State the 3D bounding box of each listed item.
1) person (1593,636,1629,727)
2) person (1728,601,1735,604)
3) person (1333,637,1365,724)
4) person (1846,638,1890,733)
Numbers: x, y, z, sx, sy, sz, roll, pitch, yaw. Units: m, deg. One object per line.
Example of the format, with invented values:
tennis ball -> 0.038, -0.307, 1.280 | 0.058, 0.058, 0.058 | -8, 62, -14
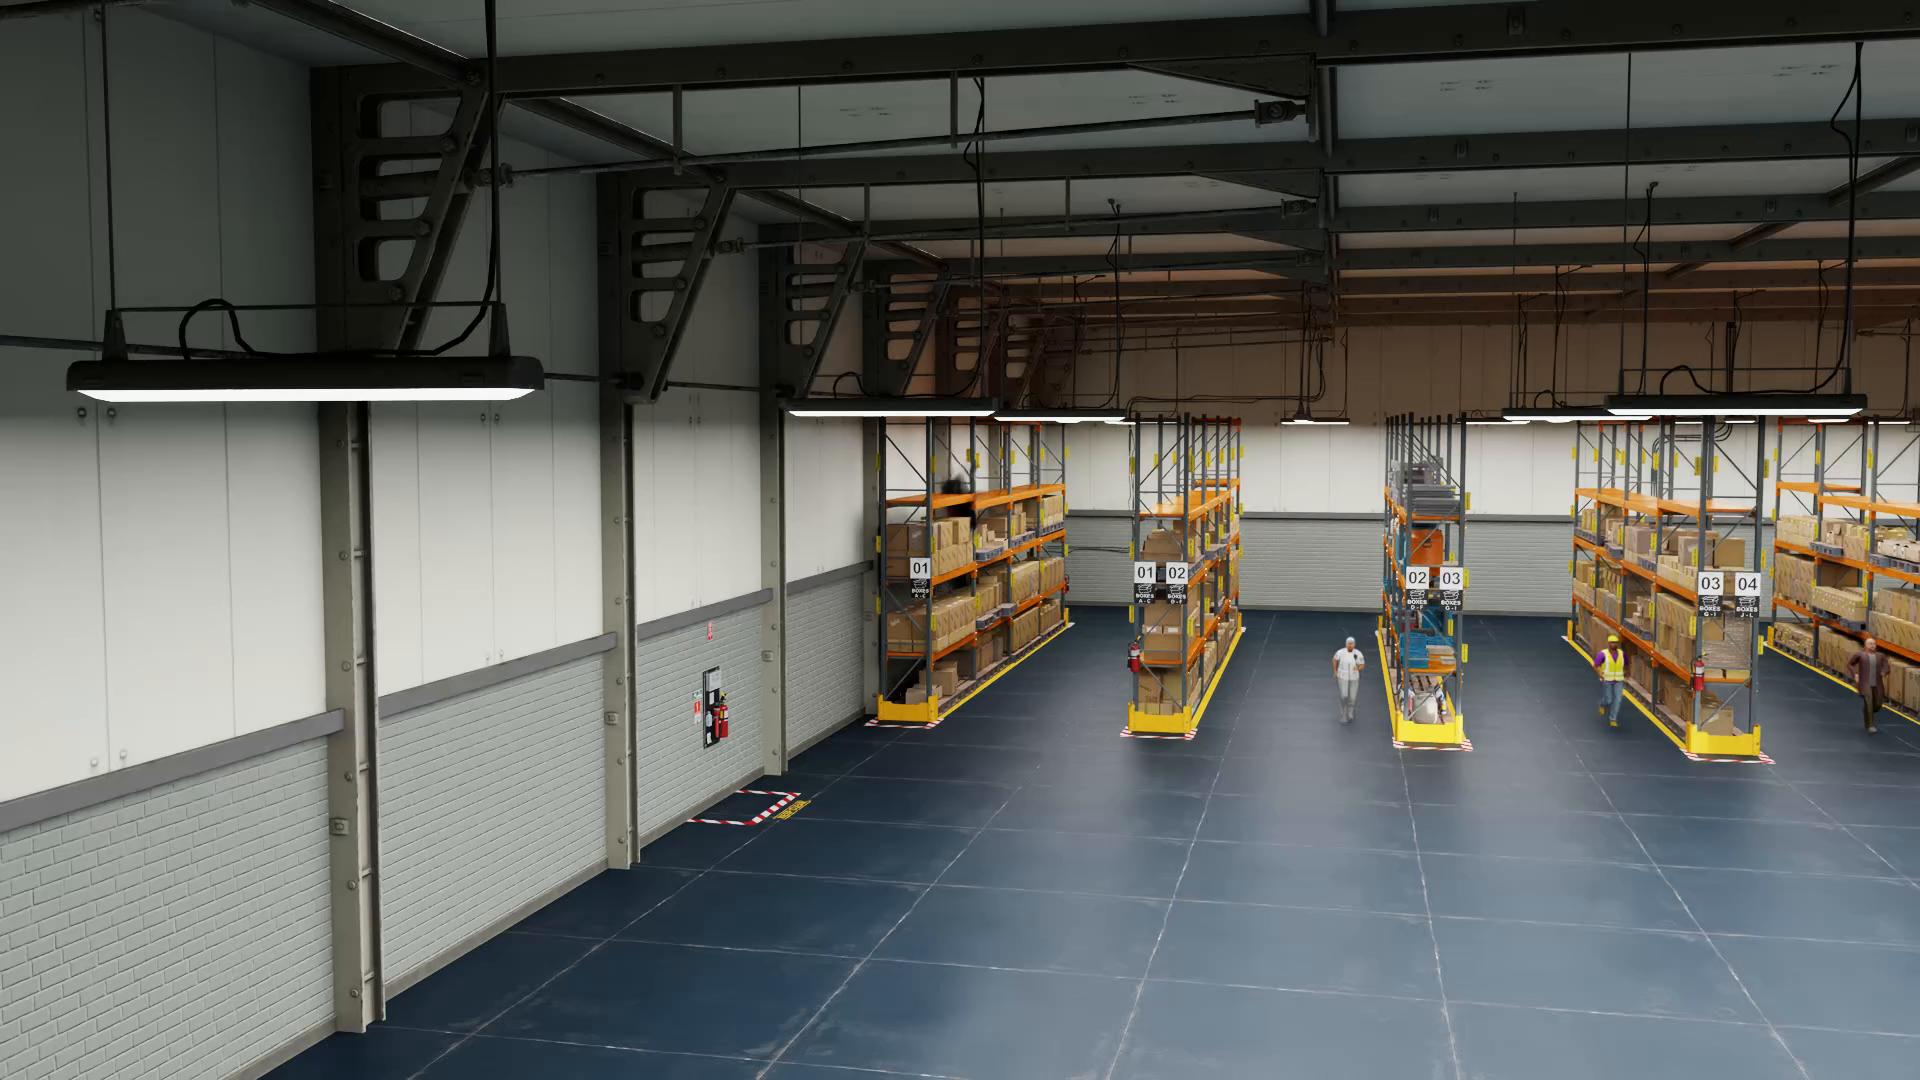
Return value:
person -> 12.536, 2.699, 31.947 | 0.700, 1.739, 0.801 | 0, 4, 5
person -> 20.015, 1.884, 44.014 | 0.935, 1.724, 0.724 | 3, 5, 42
person -> 7.536, 2.724, 32.210 | 0.570, 1.705, 0.783 | 0, 4, 6
person -> 17.152, 2.726, 31.375 | 0.720, 1.746, 0.913 | 1, 4, 11
